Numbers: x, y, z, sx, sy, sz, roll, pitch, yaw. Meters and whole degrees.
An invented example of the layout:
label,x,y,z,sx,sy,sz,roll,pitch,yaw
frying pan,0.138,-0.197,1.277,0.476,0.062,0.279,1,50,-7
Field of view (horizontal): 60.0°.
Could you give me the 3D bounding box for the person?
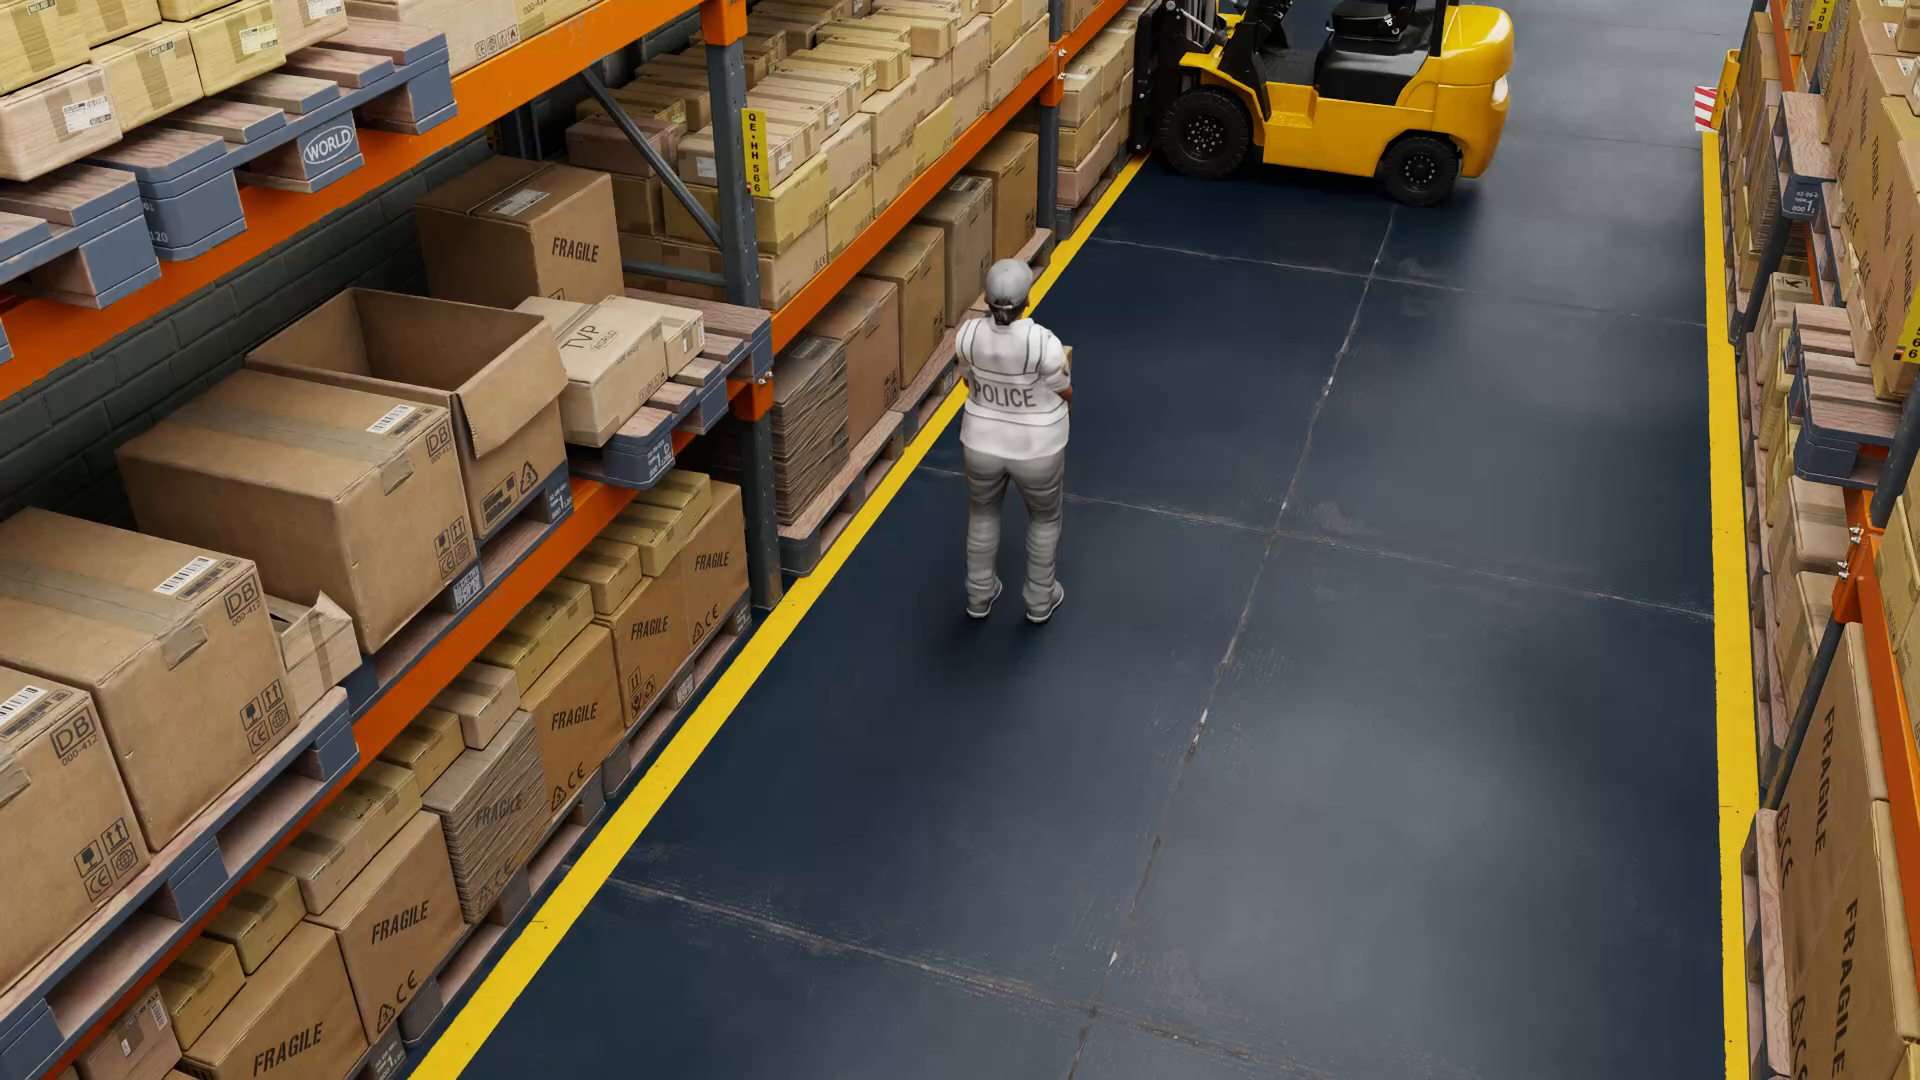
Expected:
label,x,y,z,sx,sy,sz,roll,pitch,yaw
person,0.235,-0.418,6.779,0.452,1.653,0.541,10,35,15
